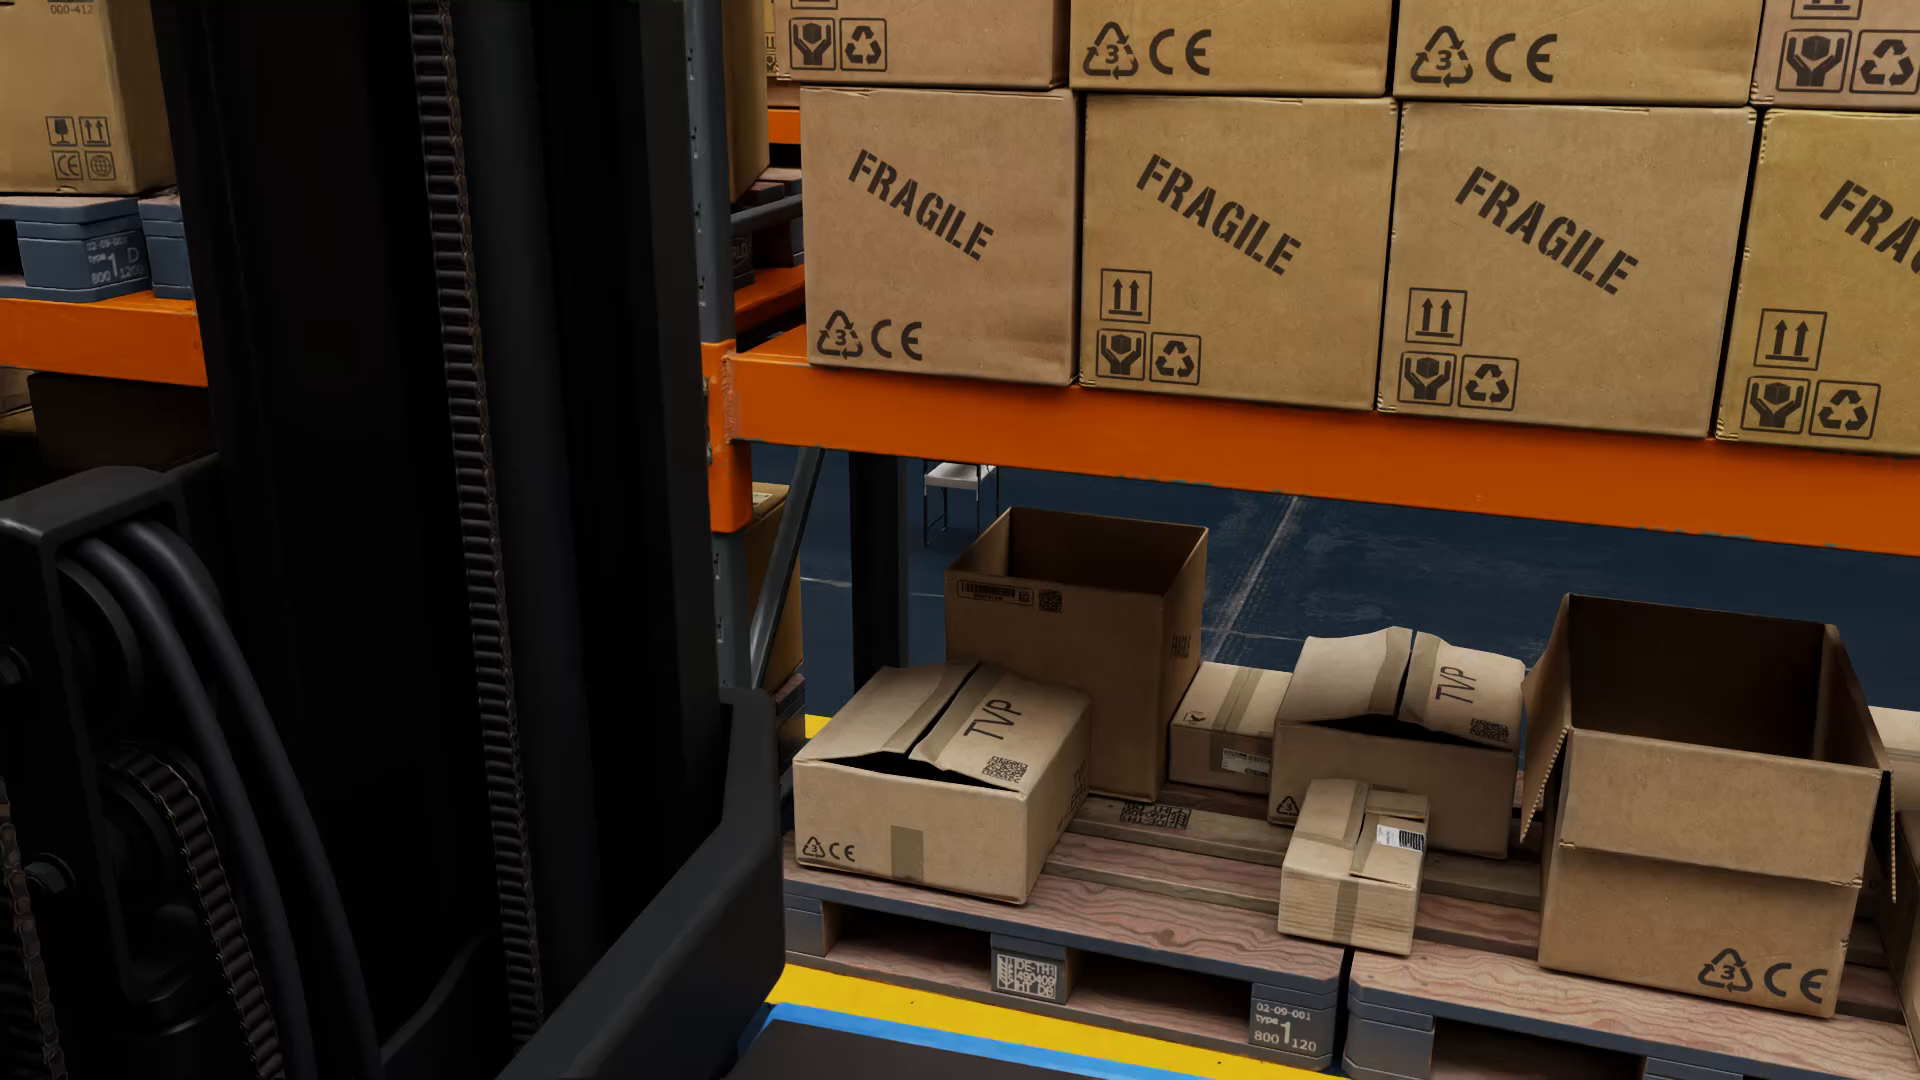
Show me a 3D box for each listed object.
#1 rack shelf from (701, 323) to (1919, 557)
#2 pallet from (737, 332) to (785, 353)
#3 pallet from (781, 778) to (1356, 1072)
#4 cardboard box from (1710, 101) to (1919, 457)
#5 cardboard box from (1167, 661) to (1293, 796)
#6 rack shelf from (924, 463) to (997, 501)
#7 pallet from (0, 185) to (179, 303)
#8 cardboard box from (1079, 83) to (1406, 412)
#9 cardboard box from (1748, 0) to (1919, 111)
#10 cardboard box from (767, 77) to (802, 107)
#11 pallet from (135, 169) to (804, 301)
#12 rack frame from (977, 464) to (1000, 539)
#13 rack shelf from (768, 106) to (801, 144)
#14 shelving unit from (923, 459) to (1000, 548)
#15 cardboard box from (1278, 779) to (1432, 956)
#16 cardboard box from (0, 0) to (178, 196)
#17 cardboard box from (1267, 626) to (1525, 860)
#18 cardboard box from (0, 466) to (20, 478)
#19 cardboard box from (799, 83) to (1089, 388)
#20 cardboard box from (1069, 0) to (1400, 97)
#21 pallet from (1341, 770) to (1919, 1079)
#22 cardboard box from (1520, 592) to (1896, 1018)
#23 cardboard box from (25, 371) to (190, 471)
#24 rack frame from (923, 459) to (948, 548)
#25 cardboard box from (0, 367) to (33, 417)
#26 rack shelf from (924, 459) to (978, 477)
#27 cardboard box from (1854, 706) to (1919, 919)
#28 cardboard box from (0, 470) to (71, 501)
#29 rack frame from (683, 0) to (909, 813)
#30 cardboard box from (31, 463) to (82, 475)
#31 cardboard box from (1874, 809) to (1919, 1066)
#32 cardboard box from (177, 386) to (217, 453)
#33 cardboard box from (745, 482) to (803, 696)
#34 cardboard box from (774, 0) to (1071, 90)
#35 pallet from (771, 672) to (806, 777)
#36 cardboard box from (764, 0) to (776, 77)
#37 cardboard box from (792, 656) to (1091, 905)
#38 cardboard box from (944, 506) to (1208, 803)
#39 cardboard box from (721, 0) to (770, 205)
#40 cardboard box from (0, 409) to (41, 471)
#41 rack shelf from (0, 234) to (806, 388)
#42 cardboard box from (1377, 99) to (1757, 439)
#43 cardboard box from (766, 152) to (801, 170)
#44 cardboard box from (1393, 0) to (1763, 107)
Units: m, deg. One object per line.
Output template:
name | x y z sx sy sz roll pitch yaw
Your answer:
rack shelf | 1.538 -0.139 3.010 4.000 0.370 1.077 7 20 18
pallet | -0.639 -1.110 8.939 1.213 0.211 1.003 7 20 18
pallet | 0.297 0.697 3.757 1.213 0.211 1.003 7 20 18
cardboard box | 1.478 -0.439 2.625 0.500 0.500 0.500 6 20 17
cardboard box | 0.654 0.439 3.922 0.250 0.149 0.380 7 20 18
rack shelf | 0.008 -0.223 5.996 0.200 0.077 0.258 7 20 18
pallet | -2.292 -0.827 4.184 1.213 0.211 1.003 7 20 18
cardboard box | 0.525 -0.548 2.939 0.500 0.500 0.500 7 20 19
cardboard box | 1.462 -0.909 2.455 0.500 0.500 0.500 7 20 20
cardboard box | -0.820 -2.288 8.435 0.250 0.149 0.380 7 20 18
pallet | -1.071 -0.724 3.888 1.213 0.211 1.003 7 20 18
rack frame | 0.104 -0.413 5.894 0.006 0.900 0.240 7 20 18
rack shelf | -0.619 -2.112 8.670 4.000 0.370 1.077 7 20 18
shelving unit | 0.008 -0.424 5.926 0.210 0.900 0.258 7 20 18
cardboard box | 0.794 0.638 3.324 0.250 0.166 0.380 7 20 18
cardboard box | -2.041 -1.112 3.919 0.500 0.500 0.700 1 19 4
cardboard box | 0.988 0.422 3.726 0.500 0.311 0.500 7 20 18
cardboard box | -2.825 0.094 4.377 0.500 0.500 0.500 6 20 17
cardboard box | 0.040 -0.602 3.094 0.500 0.500 0.500 7 20 19
cardboard box | 0.489 -1.020 2.774 0.500 0.500 0.500 6 20 16
pallet | 1.453 0.828 3.381 1.213 0.211 1.003 7 20 18
cardboard box | 1.425 0.478 3.273 0.637 0.503 0.797 7 20 18
cardboard box | -2.147 -0.366 4.560 0.500 0.250 0.500 6 20 17
rack frame | -0.088 -0.435 5.957 0.006 0.900 0.240 7 20 18
cardboard box | -3.115 -0.475 4.873 0.500 0.250 0.500 7 21 20
rack shelf | 0.008 -0.308 5.966 0.200 0.077 0.258 7 20 18
cardboard box | 2.062 0.573 3.384 0.500 0.250 0.500 7 20 18
cardboard box | -2.331 0.149 4.220 0.500 0.500 0.500 6 20 16
rack frame | -0.352 -0.695 3.512 0.127 3.000 1.000 7 20 18
cardboard box | -2.183 -0.015 4.692 0.500 0.500 0.500 6 20 16
cardboard box | 1.945 0.734 2.922 0.500 0.250 0.500 7 20 18
cardboard box | -1.673 -0.312 4.405 0.500 0.250 0.500 7 20 18
cardboard box | -0.729 0.150 4.218 0.500 0.500 0.500 6 20 16
cardboard box | 0.001 -1.076 2.934 0.500 0.500 0.500 7 20 19
pallet | -1.132 0.546 4.189 1.213 0.211 1.003 7 20 18
cardboard box | -0.679 -2.565 8.244 0.500 0.500 0.500 7 20 20
cardboard box | -0.026 0.480 3.559 0.500 0.311 0.500 7 20 18
cardboard box | 0.280 0.251 3.927 0.500 0.500 0.500 7 20 18
cardboard box | -0.726 -1.061 3.773 0.500 0.500 0.700 0 19 0
cardboard box | -2.681 -0.070 4.849 0.500 0.500 0.500 6 20 16
rack shelf | -2.241 -0.571 4.250 4.000 0.370 1.077 7 20 18
cardboard box | 0.997 -0.493 2.782 0.500 0.500 0.500 6 20 18
cardboard box | -1.031 -1.634 8.834 0.750 0.750 0.750 6 20 18
cardboard box | 0.974 -0.964 2.615 0.500 0.500 0.500 6 20 16
